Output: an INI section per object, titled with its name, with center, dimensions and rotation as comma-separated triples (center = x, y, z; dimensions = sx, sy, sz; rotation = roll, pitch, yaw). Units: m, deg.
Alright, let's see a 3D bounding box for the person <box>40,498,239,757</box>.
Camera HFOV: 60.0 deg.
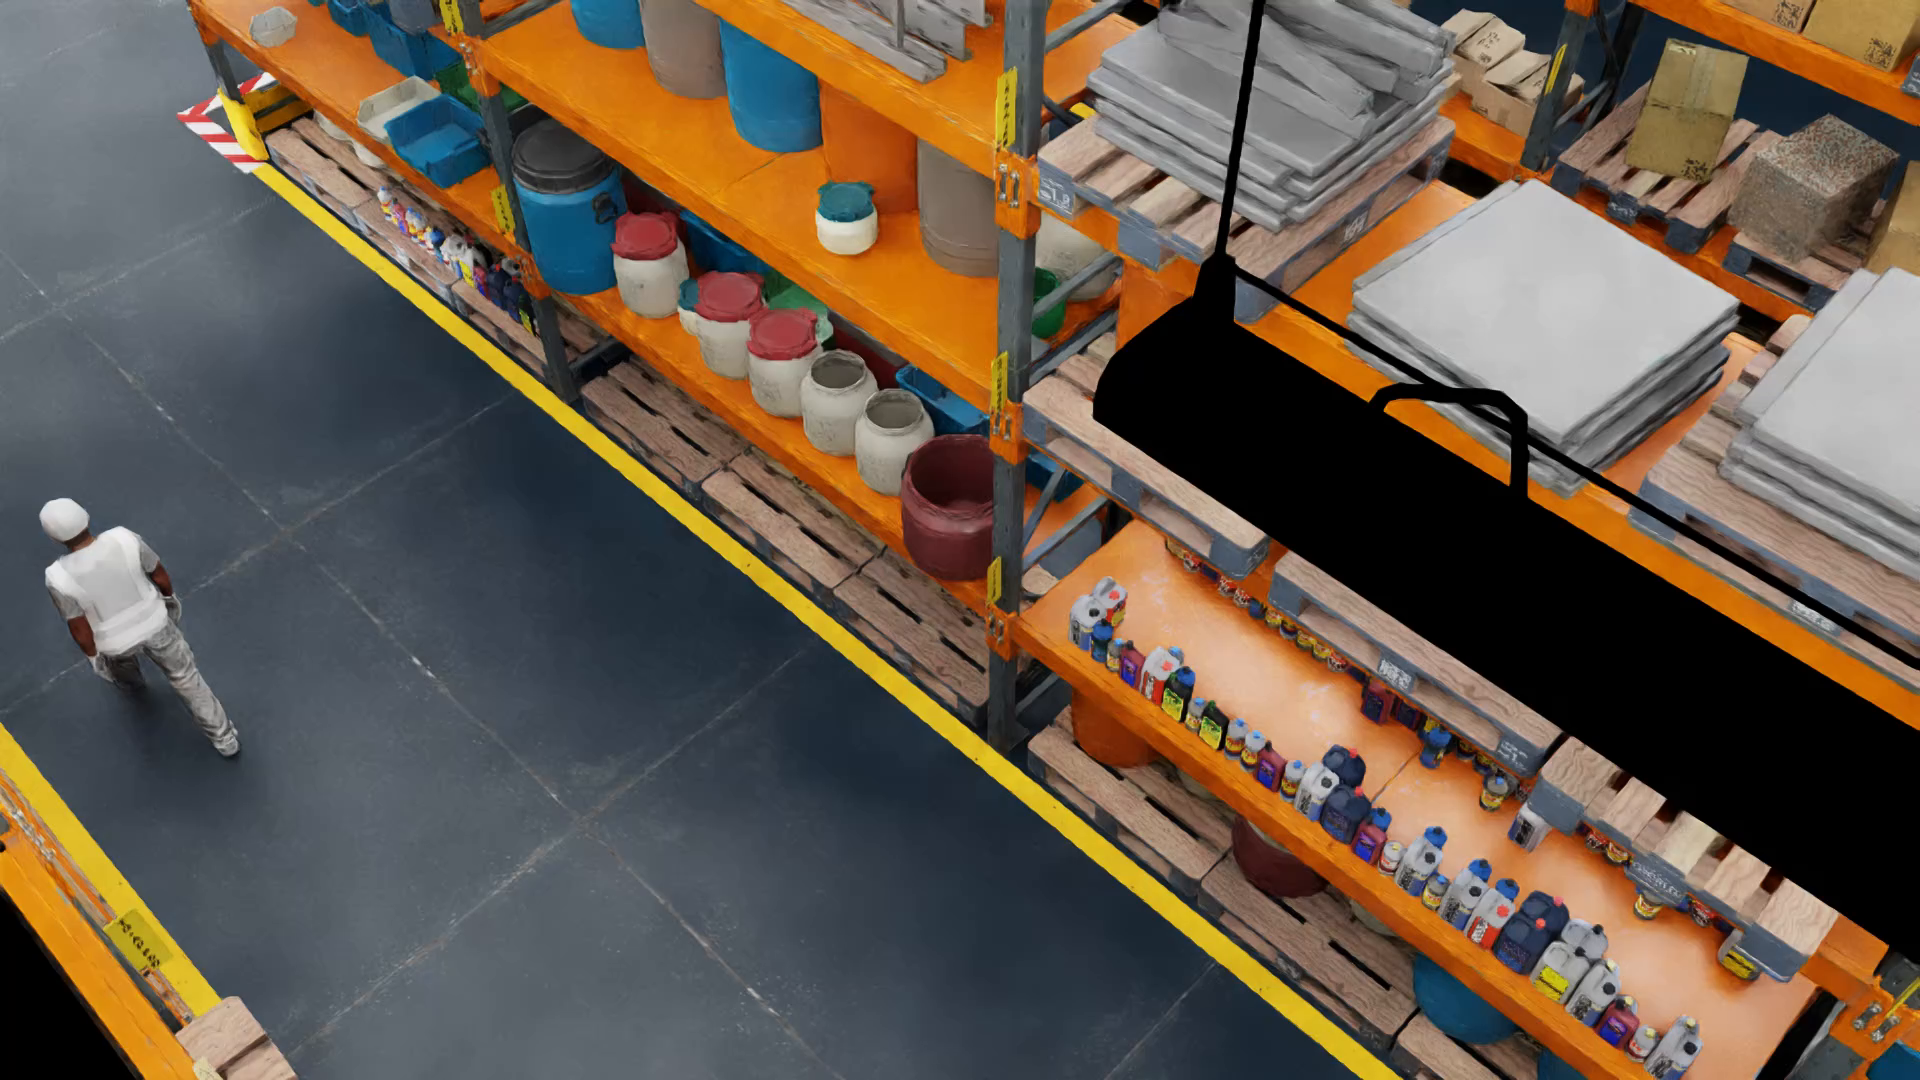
[person]
center = -4.486, 0.392, 8.927
dimensions = 0.568, 1.703, 1.106
rotation = -35, 58, -26
